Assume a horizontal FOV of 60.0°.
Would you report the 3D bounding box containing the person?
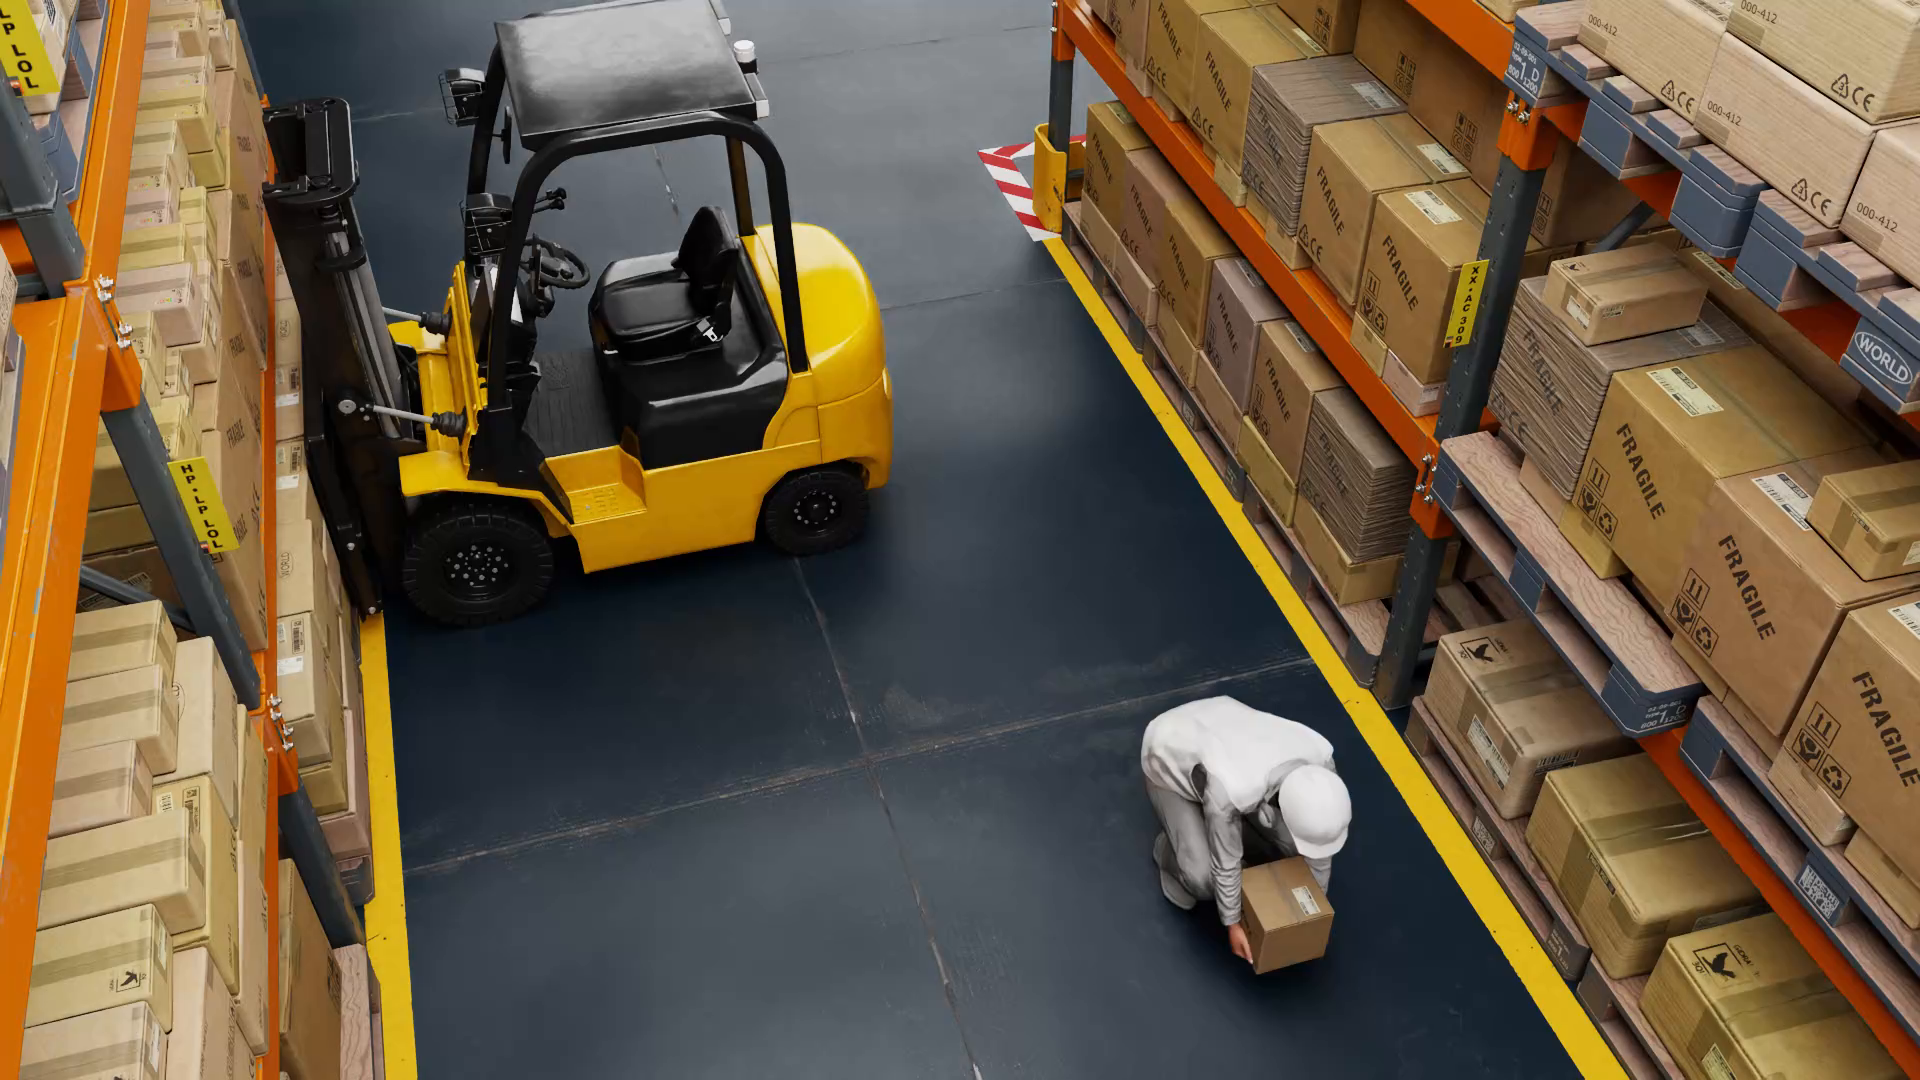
[{"bbox_3d":[0.971,0.922,5.691,0.515,1.014,0.887,-13,44,-14],"label":"person"}]
